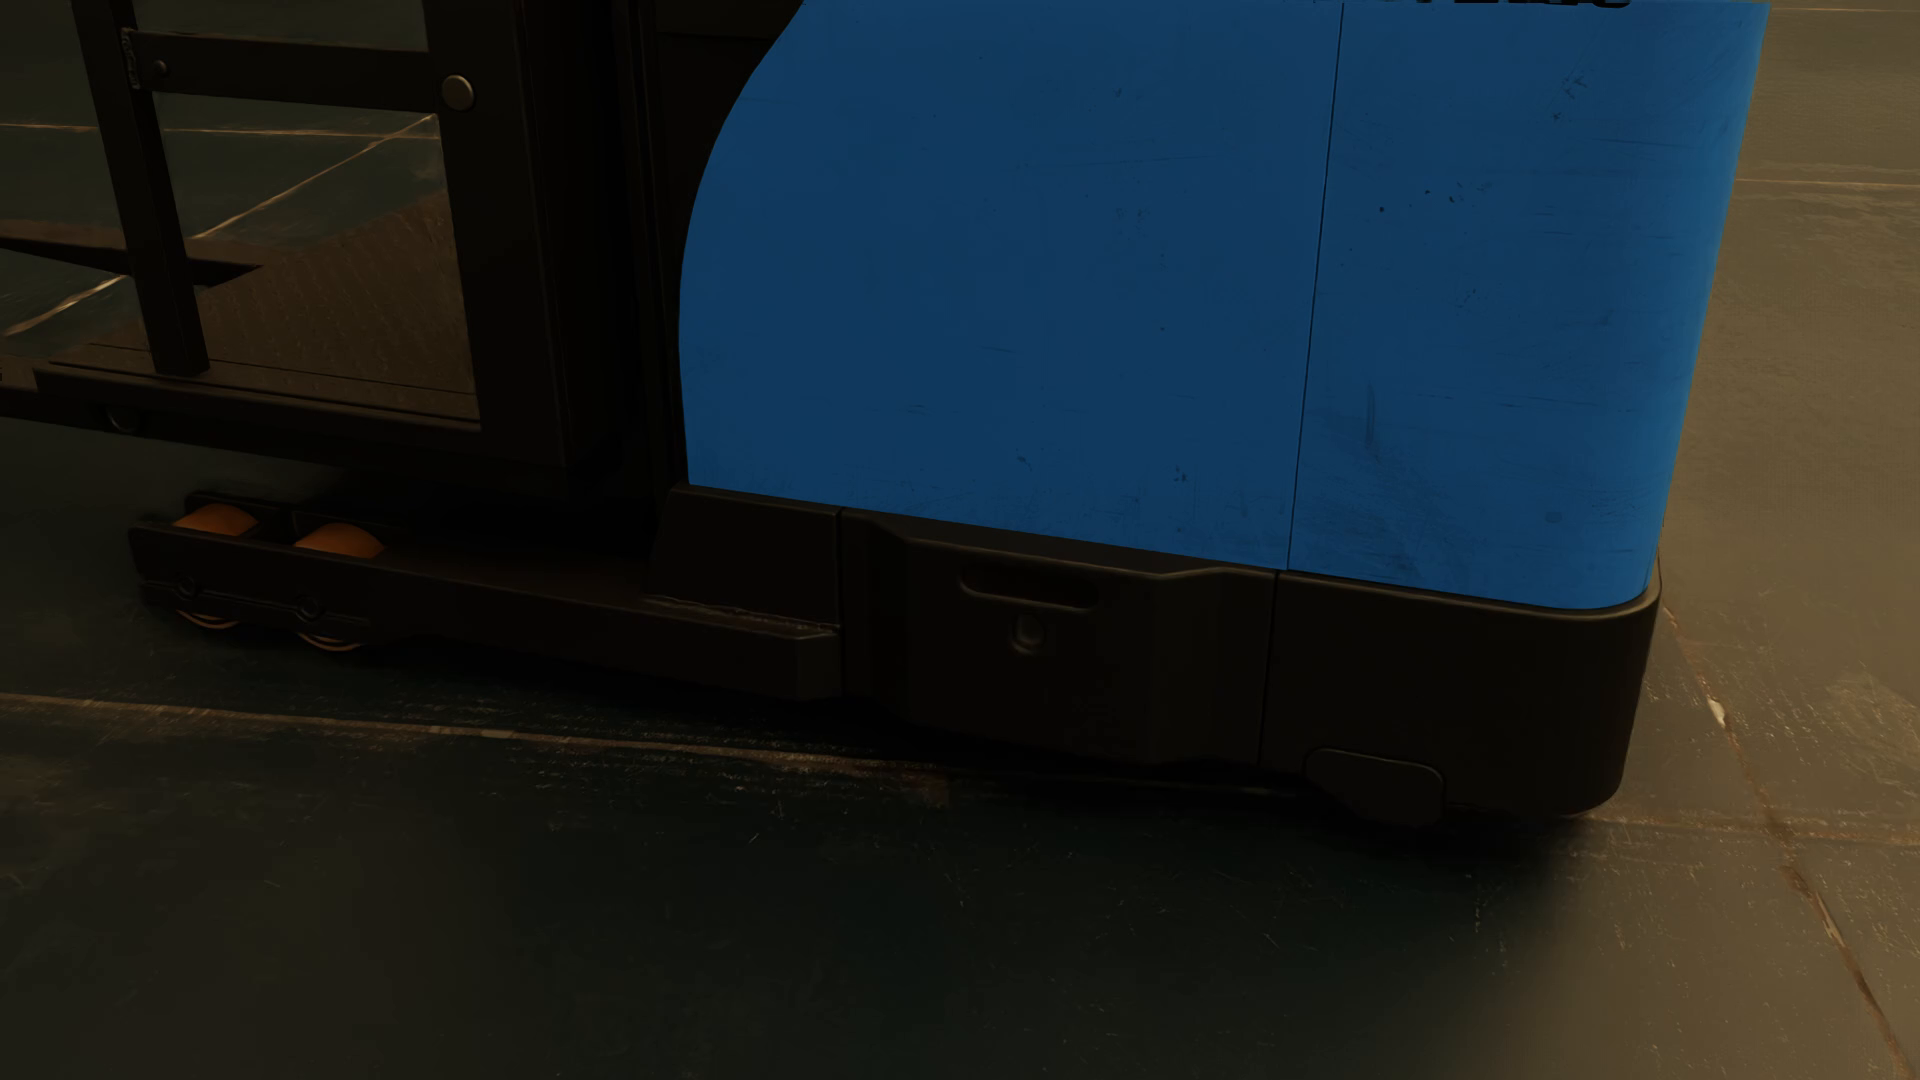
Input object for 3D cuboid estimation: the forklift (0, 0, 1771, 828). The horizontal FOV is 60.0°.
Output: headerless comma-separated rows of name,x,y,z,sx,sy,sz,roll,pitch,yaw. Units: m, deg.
forklift,-0.585,-1.377,1.977,3.031,2.935,1.130,8,28,16
